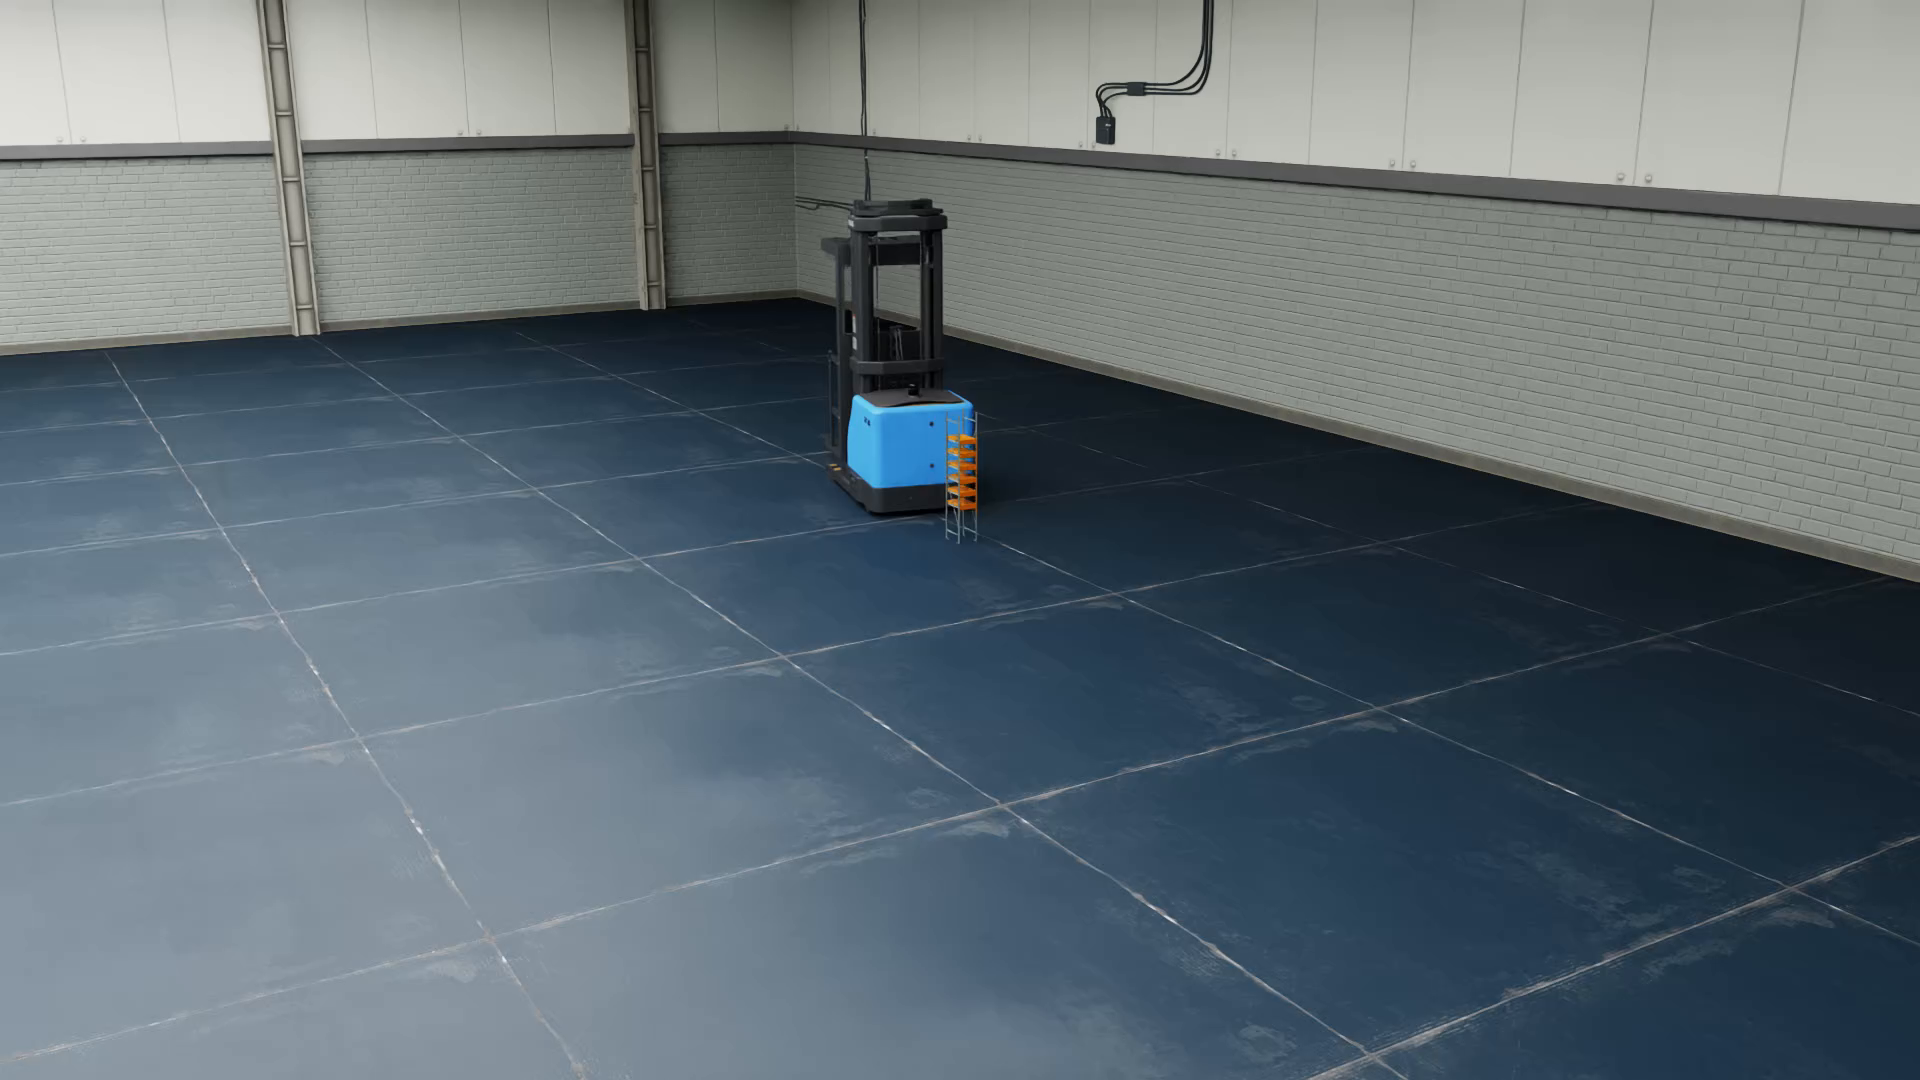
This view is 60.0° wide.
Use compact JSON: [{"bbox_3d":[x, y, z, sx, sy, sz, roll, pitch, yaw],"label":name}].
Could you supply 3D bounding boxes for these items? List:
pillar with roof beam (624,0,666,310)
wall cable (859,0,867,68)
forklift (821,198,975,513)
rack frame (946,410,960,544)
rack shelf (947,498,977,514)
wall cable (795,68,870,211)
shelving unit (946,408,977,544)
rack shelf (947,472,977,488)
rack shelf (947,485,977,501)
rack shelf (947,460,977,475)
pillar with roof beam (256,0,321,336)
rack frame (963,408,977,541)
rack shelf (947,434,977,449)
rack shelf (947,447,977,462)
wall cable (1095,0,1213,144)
[{"bbox_3d":[-3.376,-7.552,25.520,0.400,9.000,9.100,-9,18,-30],"label":"pillar with roof beam"},{"bbox_3d":[-0.993,-8.963,26.947,0.112,2.526,3.097,-9,18,-30],"label":"wall cable"},{"bbox_3d":[-0.782,-2.028,17.053,1.130,2.935,3.031,-5,16,-17],"label":"forklift"},{"bbox_3d":[-0.066,-0.567,15.050,0.006,1.200,0.240,-9,18,-30],"label":"rack frame"},{"bbox_3d":[0.012,-0.306,15.172,0.180,0.103,0.258,-9,18,-30],"label":"rack shelf"},{"bbox_3d":[-2.386,-7.157,29.861,0.112,2.526,3.097,-9,18,-30],"label":"wall cable"},{"bbox_3d":[0.012,-0.580,15.095,0.189,1.200,0.258,-9,18,-30],"label":"shelving unit"},{"bbox_3d":[0.012,-0.537,15.107,0.180,0.103,0.258,-9,18,-30],"label":"rack shelf"},{"bbox_3d":[0.012,-0.421,15.140,0.180,0.103,0.258,-9,18,-30],"label":"rack shelf"},{"bbox_3d":[0.012,-0.653,15.075,0.180,0.103,0.258,-9,18,-30],"label":"rack shelf"},{"bbox_3d":[-8.519,-6.718,22.544,0.400,9.000,9.100,-9,18,-30],"label":"pillar with roof beam"},{"bbox_3d":[0.091,-0.592,15.141,0.006,1.200,0.240,-9,18,-30],"label":"rack frame"},{"bbox_3d":[0.012,-0.884,15.010,0.180,0.103,0.258,-9,18,-30],"label":"rack shelf"},{"bbox_3d":[0.012,-0.768,15.042,0.180,0.103,0.258,-9,18,-30],"label":"rack shelf"},{"bbox_3d":[2.489,-8.091,21.140,0.169,6.003,2.305,-9,18,-30],"label":"wall cable"}]
